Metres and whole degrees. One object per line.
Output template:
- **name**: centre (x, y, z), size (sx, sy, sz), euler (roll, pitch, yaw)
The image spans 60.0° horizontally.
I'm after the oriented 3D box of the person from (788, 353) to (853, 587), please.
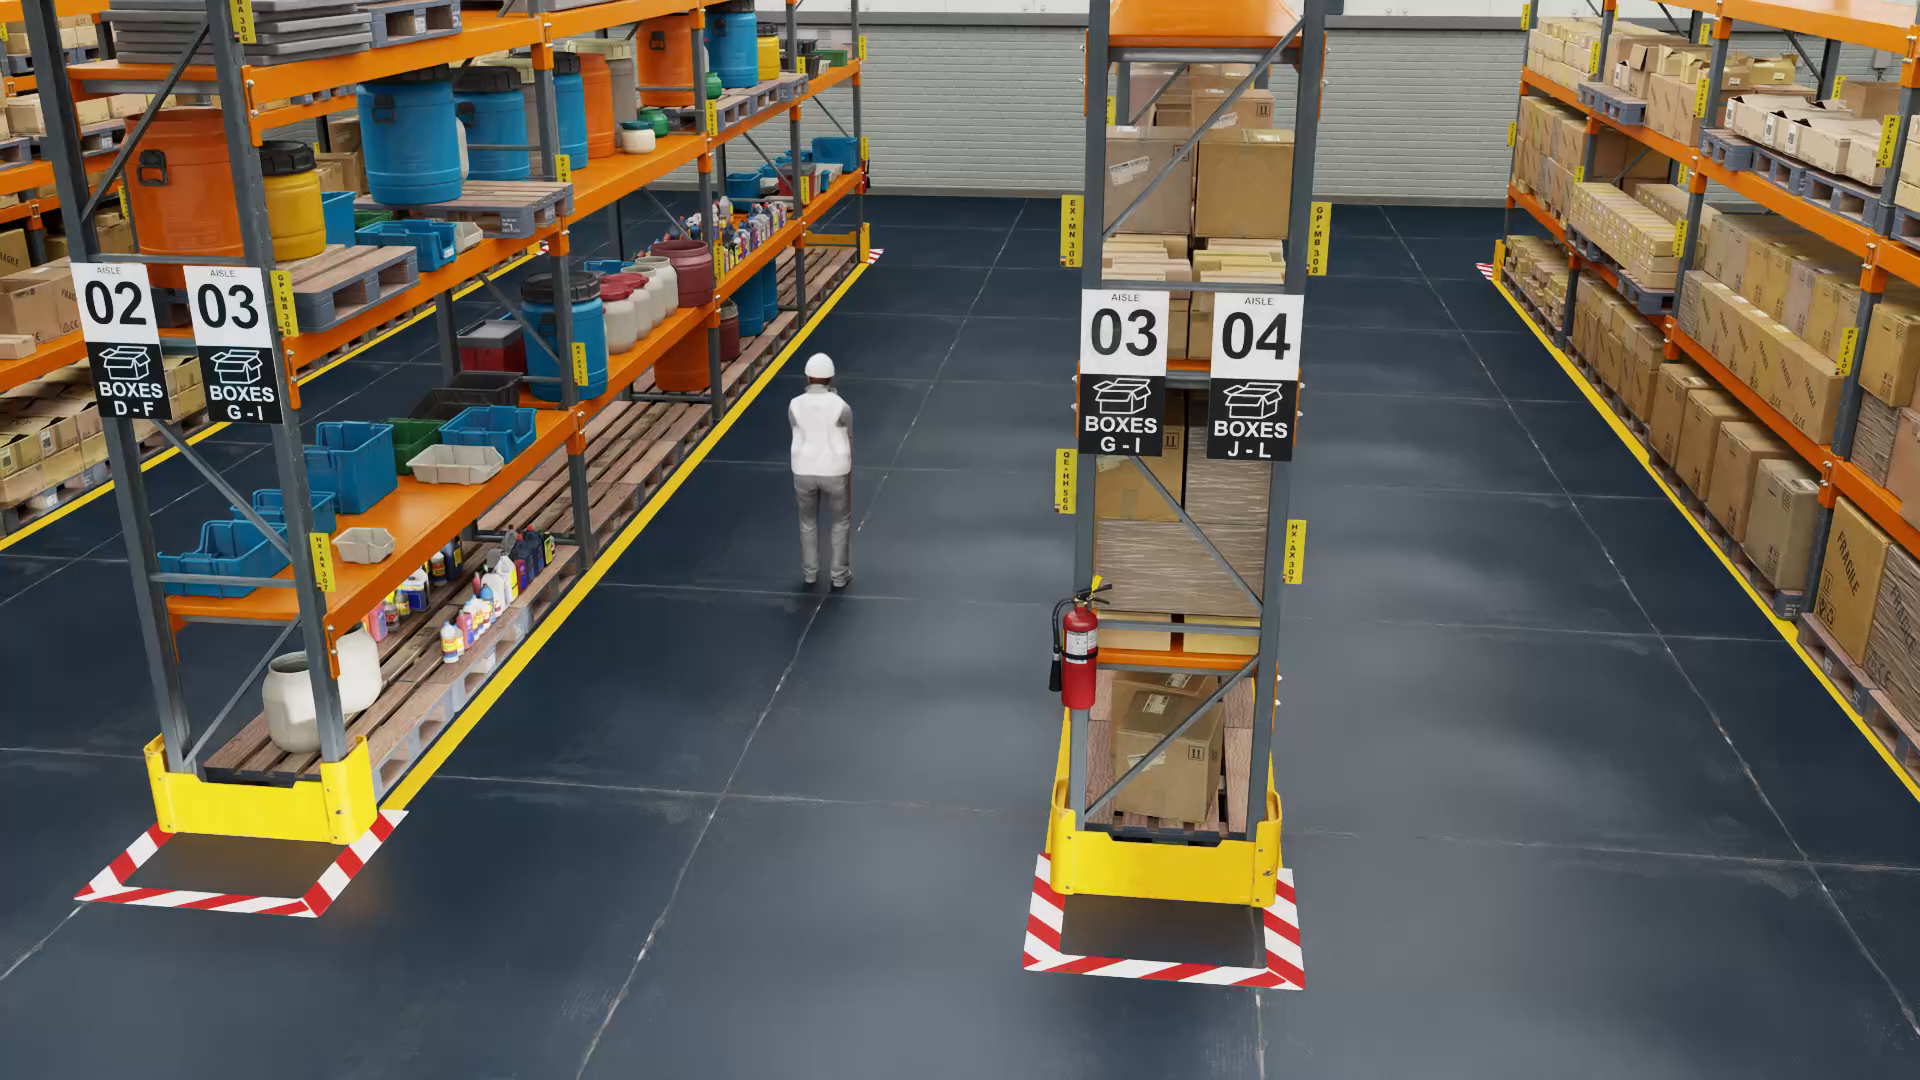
- **person**: centre (-1.036, -0.534, 12.467), size (0.484, 1.756, 0.584), euler (2, 21, 5)
